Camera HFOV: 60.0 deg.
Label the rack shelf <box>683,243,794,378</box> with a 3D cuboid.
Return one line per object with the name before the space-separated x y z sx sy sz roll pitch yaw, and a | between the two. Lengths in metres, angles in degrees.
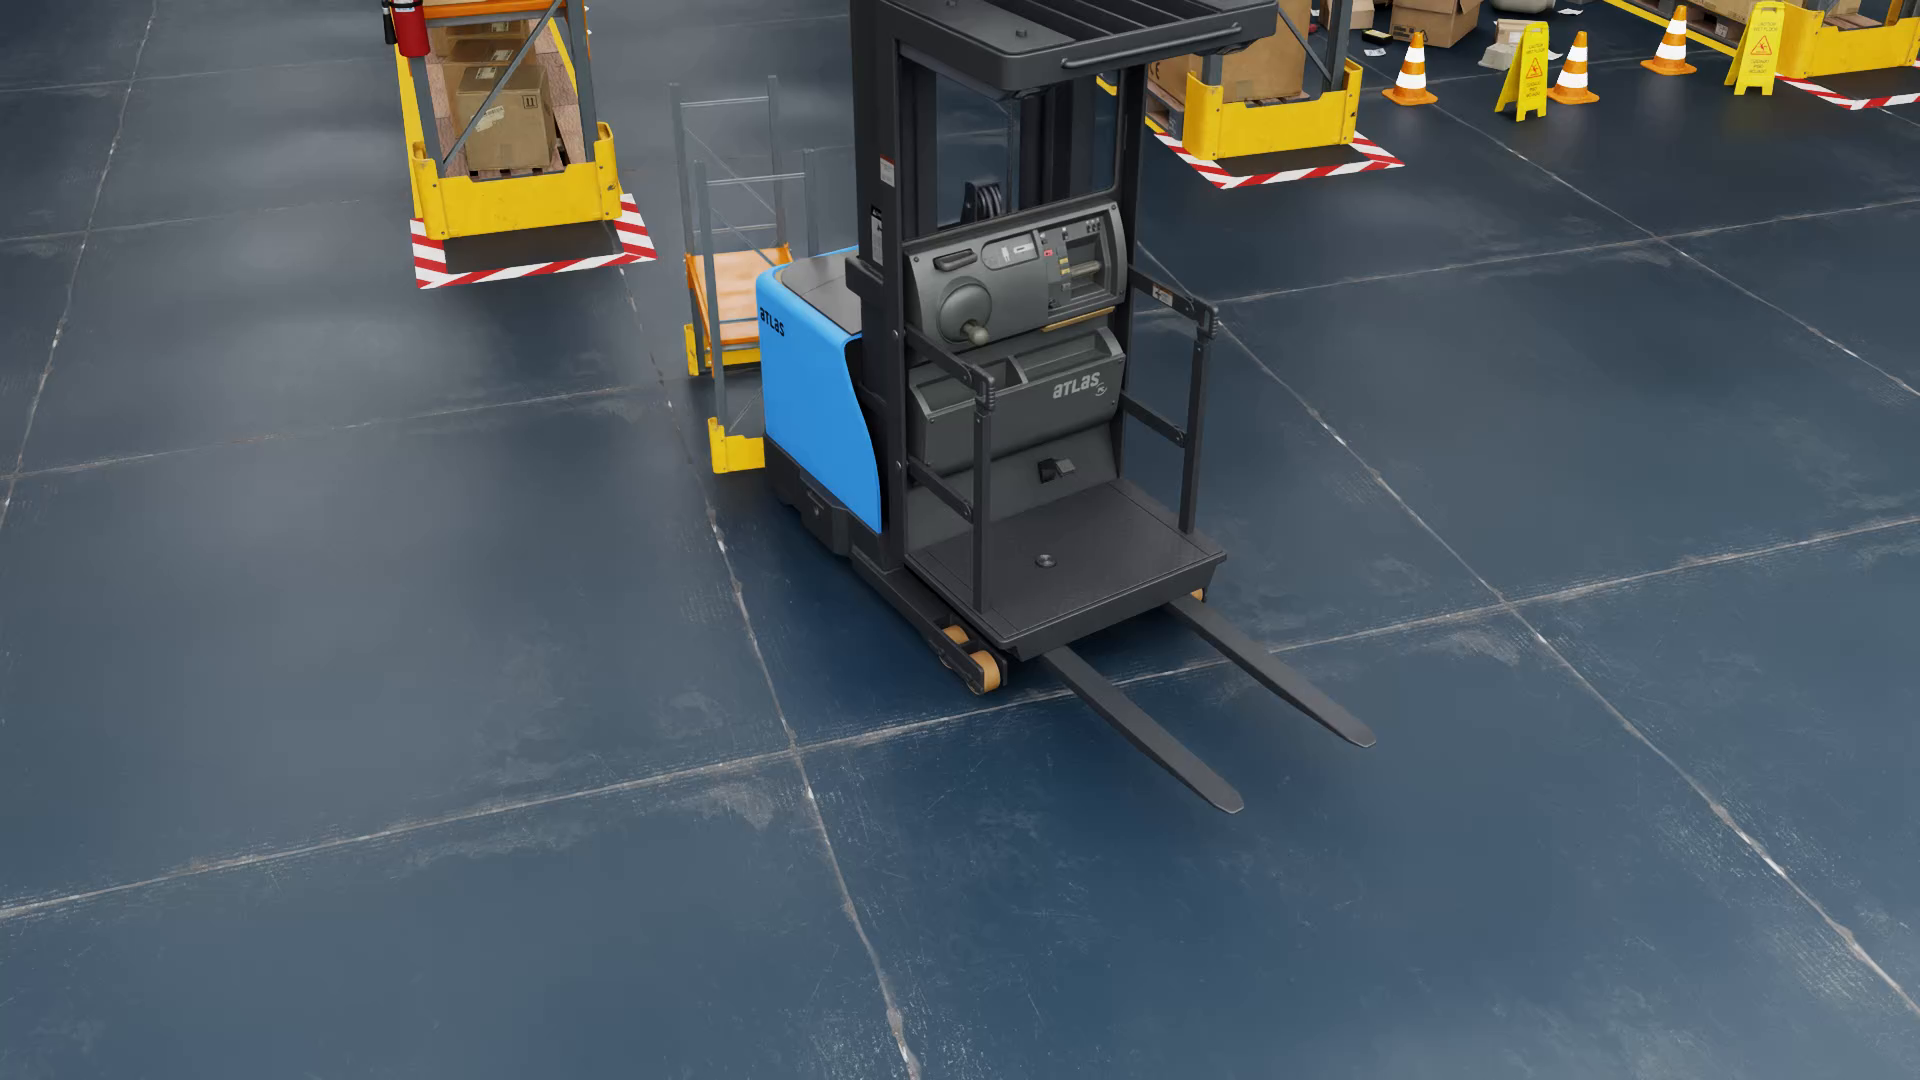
rack shelf | -0.985 -1.106 7.890 0.538 0.185 1.000 -8 34 -12

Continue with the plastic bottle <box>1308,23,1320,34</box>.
plastic bottle | 2.778 -4.139 13.458 0.283 0.061 0.133 -23 40 -31

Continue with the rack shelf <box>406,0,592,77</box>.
rack shelf | -3.271 -3.939 11.143 1.077 0.370 4.000 -10 35 -15

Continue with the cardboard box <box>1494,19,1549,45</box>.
cardboard box | 4.453 -4.015 13.191 0.380 0.149 0.250 7 34 10

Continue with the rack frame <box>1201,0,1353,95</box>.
rack frame | 2.093 -3.970 10.538 1.000 3.000 0.127 -10 35 -15

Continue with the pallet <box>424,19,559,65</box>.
pallet | -3.643 -3.779 12.778 1.003 0.211 1.213 -10 35 -15

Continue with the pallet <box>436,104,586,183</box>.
pallet | -2.898 -2.498 10.839 1.003 0.211 1.213 -10 35 -15

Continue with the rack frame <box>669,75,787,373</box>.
rack frame | -1.109 -1.528 8.202 0.500 1.500 0.032 -8 34 -12

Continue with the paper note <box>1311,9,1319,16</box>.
paper note | 3.030 -4.423 13.923 0.172 0.023 0.155 1 33 2

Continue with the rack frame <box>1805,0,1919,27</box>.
rack frame | 6.777 -4.856 11.878 1.000 3.000 0.127 -10 35 -15

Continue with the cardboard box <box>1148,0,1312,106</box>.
cardboard box | 1.824 -3.604 11.530 0.875 0.875 0.875 -10 35 -14

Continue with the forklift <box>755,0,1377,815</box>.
forklift | 0.345 -0.933 6.003 1.130 2.935 3.031 -20 38 -27

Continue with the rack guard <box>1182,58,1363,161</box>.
rack guard | 2.101 -2.915 11.208 1.175 0.500 0.348 -10 35 -15

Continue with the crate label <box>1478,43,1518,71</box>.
crate label | 4.165 -3.708 12.737 0.298 0.136 0.250 27 42 34

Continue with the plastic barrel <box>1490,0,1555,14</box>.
plastic barrel | 4.705 -4.611 13.844 0.512 0.421 0.421 13 36 18

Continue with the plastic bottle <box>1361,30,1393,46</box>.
plastic bottle | 3.307 -4.021 13.279 0.133 0.061 0.283 -23 40 -31

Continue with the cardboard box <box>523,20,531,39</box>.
cardboard box | -3.351 -3.593 11.853 0.500 0.500 0.500 -13 36 -19

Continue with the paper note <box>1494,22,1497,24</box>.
paper note | 4.476 -4.245 13.657 0.148 0.019 0.142 1 33 2

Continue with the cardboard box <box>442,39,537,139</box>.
cardboard box | -3.051 -2.960 10.896 0.500 0.500 0.500 -1 33 -2

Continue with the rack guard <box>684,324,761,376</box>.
rack guard | -1.109 -1.006 8.545 0.587 0.250 0.087 -8 34 -12

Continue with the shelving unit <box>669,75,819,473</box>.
shelving unit | -0.988 -1.261 7.798 0.587 1.500 1.083 -8 34 -12

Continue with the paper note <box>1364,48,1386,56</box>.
paper note | 3.245 -3.818 13.002 0.144 0.017 0.142 1 33 2

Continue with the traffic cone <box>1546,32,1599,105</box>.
traffic cone | 4.464 -3.441 12.038 0.336 0.463 0.334 -10 35 -15

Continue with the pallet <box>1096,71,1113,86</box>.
pallet | 1.406 -3.853 12.890 1.003 0.211 1.213 -10 35 -15

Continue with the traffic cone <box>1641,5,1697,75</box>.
traffic cone | 5.417 -3.806 12.591 0.336 0.463 0.334 -10 35 -15

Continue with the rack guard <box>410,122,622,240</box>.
rack guard | -2.684 -2.186 10.105 1.175 0.500 0.348 -10 35 -15

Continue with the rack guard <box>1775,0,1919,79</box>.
rack guard | 6.753 -3.853 12.627 1.175 0.500 0.348 -10 35 -15

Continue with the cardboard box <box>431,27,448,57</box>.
cardboard box | -3.615 -3.906 12.326 0.500 0.500 0.500 0 33 1

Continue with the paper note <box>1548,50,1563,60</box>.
paper note | 4.593 -3.779 12.941 0.148 0.019 0.142 -23 40 -31

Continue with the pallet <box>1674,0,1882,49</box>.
pallet | 6.539 -4.165 13.361 1.003 0.211 1.213 -10 35 -15

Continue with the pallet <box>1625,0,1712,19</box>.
pallet | 6.171 -4.804 14.329 1.003 0.211 1.213 -10 35 -15

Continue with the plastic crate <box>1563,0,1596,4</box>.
plastic crate | 5.254 -4.776 14.405 0.402 0.080 0.583 -23 40 -31

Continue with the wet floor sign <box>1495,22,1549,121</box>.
wet floor sign | 3.988 -3.306 11.668 0.267 0.644 0.232 -16 37 -23

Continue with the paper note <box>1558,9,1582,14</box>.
paper note | 5.113 -4.429 13.926 0.142 0.019 0.148 -23 40 -31

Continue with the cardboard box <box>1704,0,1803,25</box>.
cardboard box | 6.267 -4.276 13.113 0.500 0.250 0.500 -10 35 -15

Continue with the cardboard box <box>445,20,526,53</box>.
cardboard box | -3.223 -3.292 11.398 0.500 0.500 0.500 -7 34 -10

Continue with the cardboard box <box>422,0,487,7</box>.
cardboard box | -2.945 -3.200 9.599 0.380 0.149 0.250 -10 35 -15

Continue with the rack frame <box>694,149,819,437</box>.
rack frame | -0.862 -0.984 7.379 0.500 1.500 0.032 -8 34 -12

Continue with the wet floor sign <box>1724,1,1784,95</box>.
wet floor sign | 5.816 -3.594 12.104 0.267 0.644 0.232 1 33 2

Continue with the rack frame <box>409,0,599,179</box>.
rack frame | -2.661 -3.189 9.356 1.000 3.000 0.127 -10 35 -15

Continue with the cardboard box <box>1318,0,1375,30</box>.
cardboard box | 3.152 -4.337 13.573 0.396 0.266 0.258 -4 34 -6

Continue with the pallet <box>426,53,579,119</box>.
pallet | -3.267 -3.138 11.807 1.003 0.211 1.213 -10 35 -15

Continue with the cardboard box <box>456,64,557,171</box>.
cardboard box | -2.836 -2.652 10.430 0.500 0.500 0.500 -4 34 -6

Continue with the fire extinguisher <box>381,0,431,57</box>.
fire extinguisher | -3.065 -3.020 9.169 0.296 0.674 0.183 -10 35 -15

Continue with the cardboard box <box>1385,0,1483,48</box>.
cardboard box | 3.830 -4.311 13.317 0.637 0.503 0.797 19 38 26

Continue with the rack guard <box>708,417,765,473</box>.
rack guard | -0.866 -0.473 7.740 0.587 0.250 0.087 -8 34 -12

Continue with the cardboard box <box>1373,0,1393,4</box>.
cardboard box | 3.537 -4.857 14.021 0.797 0.637 0.503 -10 35 -15

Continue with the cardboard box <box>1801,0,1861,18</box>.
cardboard box | 6.794 -4.354 13.231 0.500 0.250 0.500 -10 35 -15

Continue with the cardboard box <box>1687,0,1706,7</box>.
cardboard box | 6.123 -4.536 13.507 0.500 0.250 0.500 -10 35 -15

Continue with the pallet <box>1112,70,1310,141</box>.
pallet | 1.775 -3.214 11.922 1.003 0.211 1.213 -10 35 -15

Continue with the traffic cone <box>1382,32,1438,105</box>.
traffic cone | 3.284 -3.430 12.020 0.336 0.463 0.334 -10 35 -15
